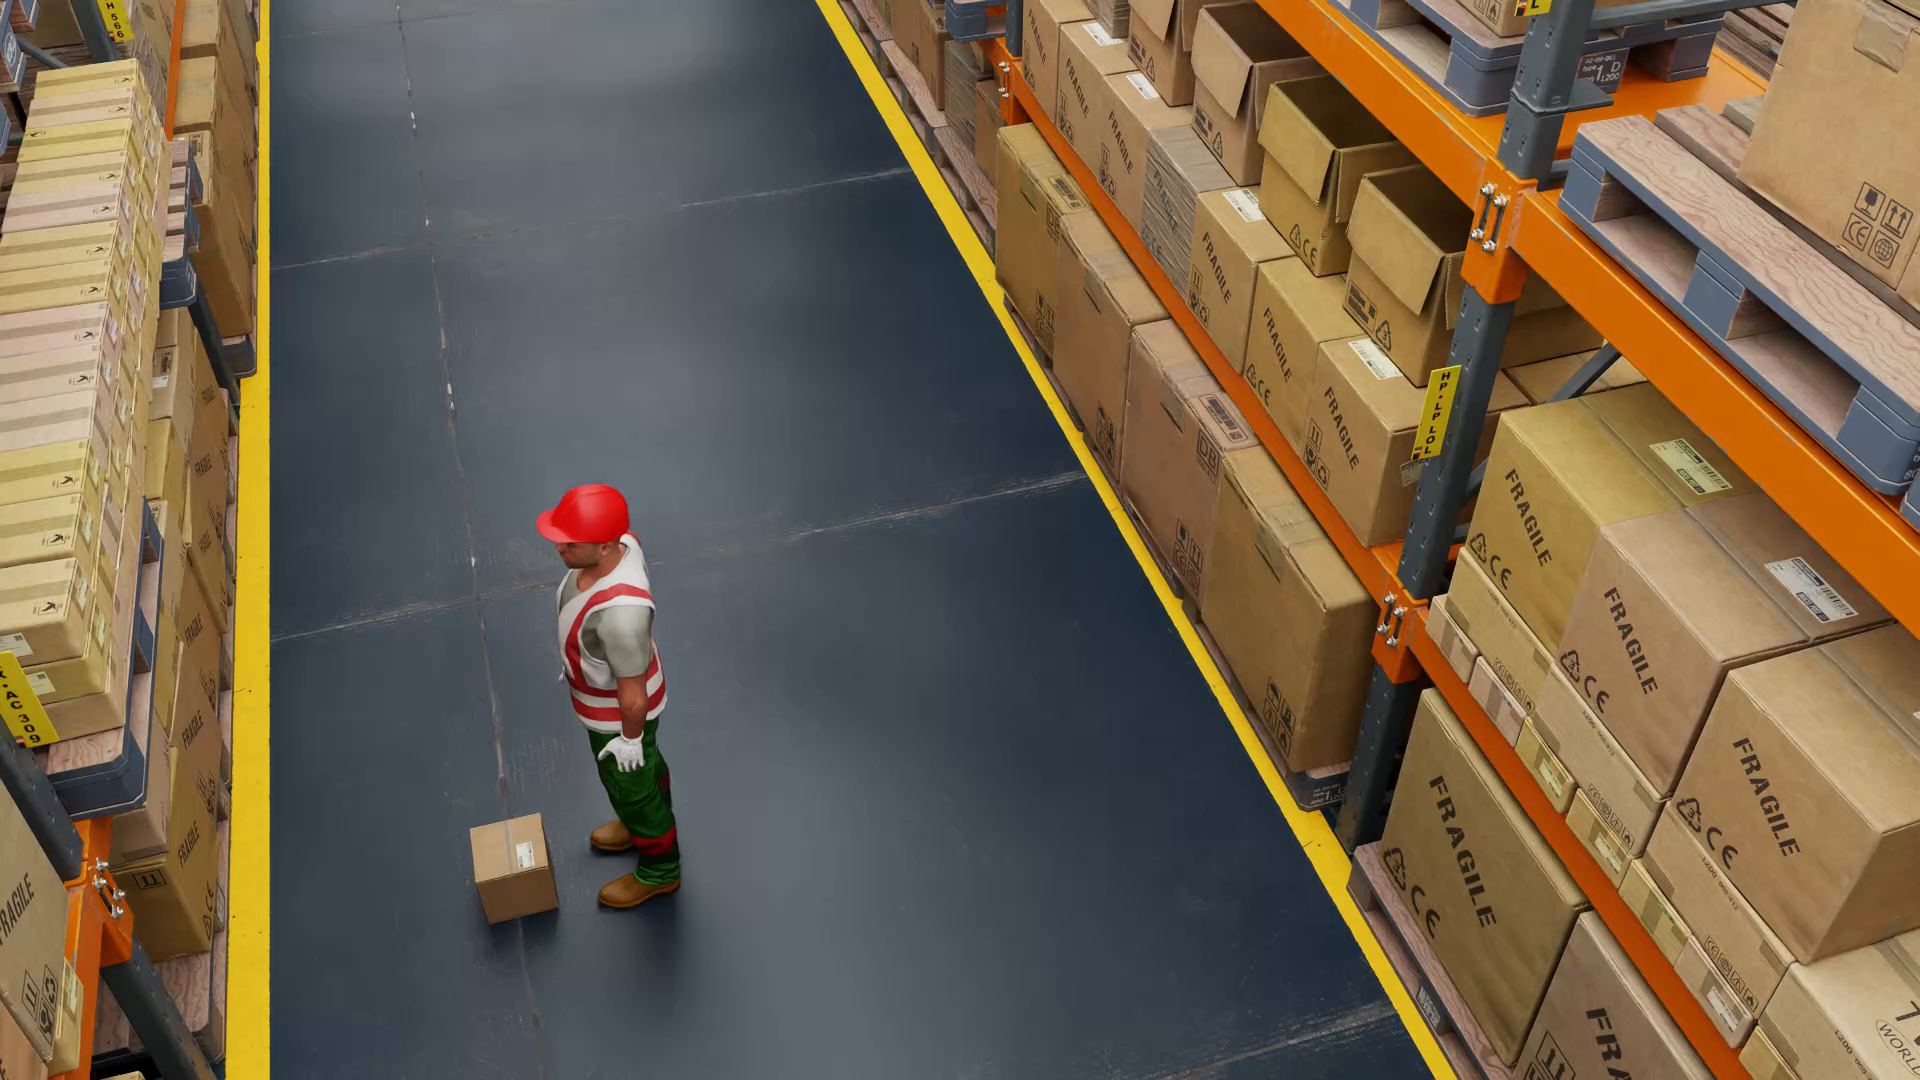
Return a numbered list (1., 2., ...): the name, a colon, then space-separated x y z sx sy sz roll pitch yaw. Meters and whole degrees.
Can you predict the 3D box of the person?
1. person: -1.159 0.525 5.551 0.380 1.793 0.526 -11 43 -12
